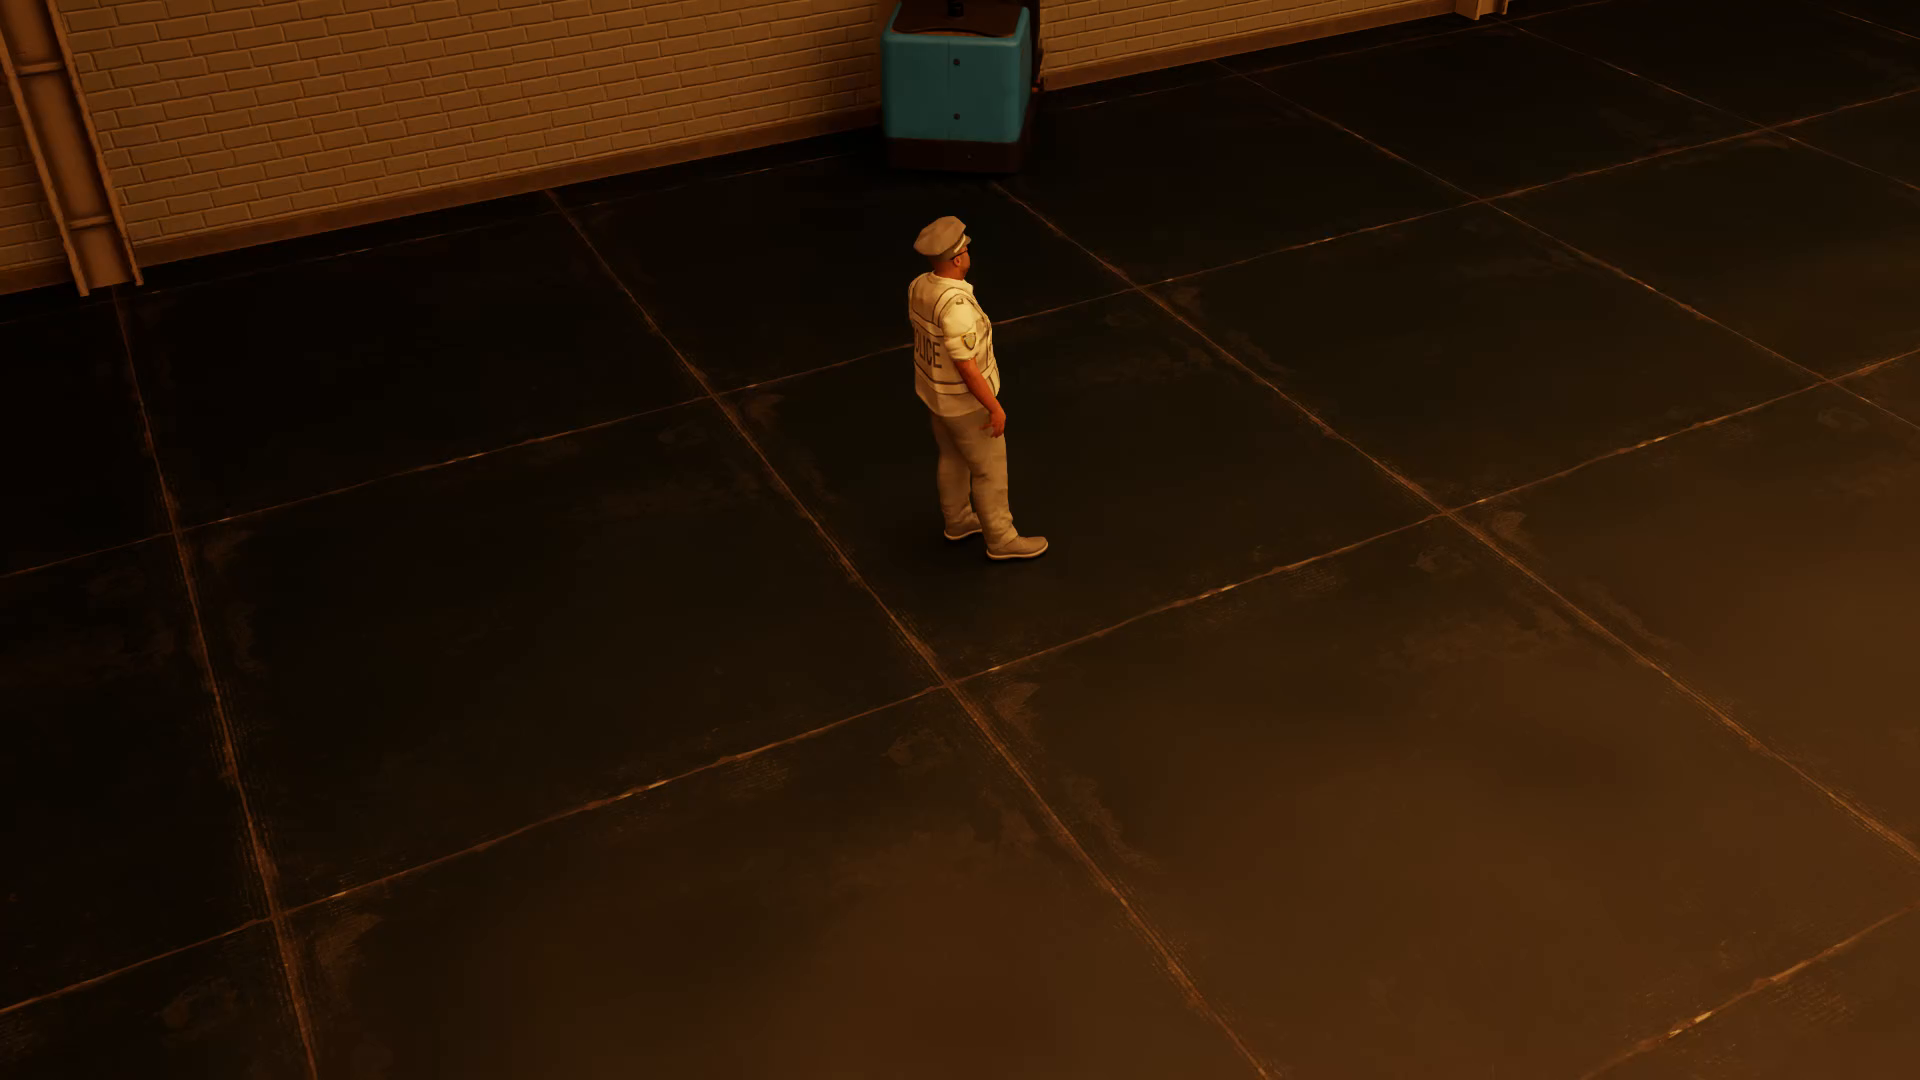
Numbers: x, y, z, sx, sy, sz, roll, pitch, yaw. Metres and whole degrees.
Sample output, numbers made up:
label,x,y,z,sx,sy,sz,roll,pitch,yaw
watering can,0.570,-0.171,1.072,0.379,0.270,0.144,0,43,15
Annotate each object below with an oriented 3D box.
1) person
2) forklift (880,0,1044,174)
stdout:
label,x,y,z,sx,sy,sz,roll,pitch,yaw
person,0.074,-0.748,8.165,0.575,1.781,0.640,-17,39,-23
forklift,0.101,-4.761,12.859,1.130,2.935,3.031,4,35,6
